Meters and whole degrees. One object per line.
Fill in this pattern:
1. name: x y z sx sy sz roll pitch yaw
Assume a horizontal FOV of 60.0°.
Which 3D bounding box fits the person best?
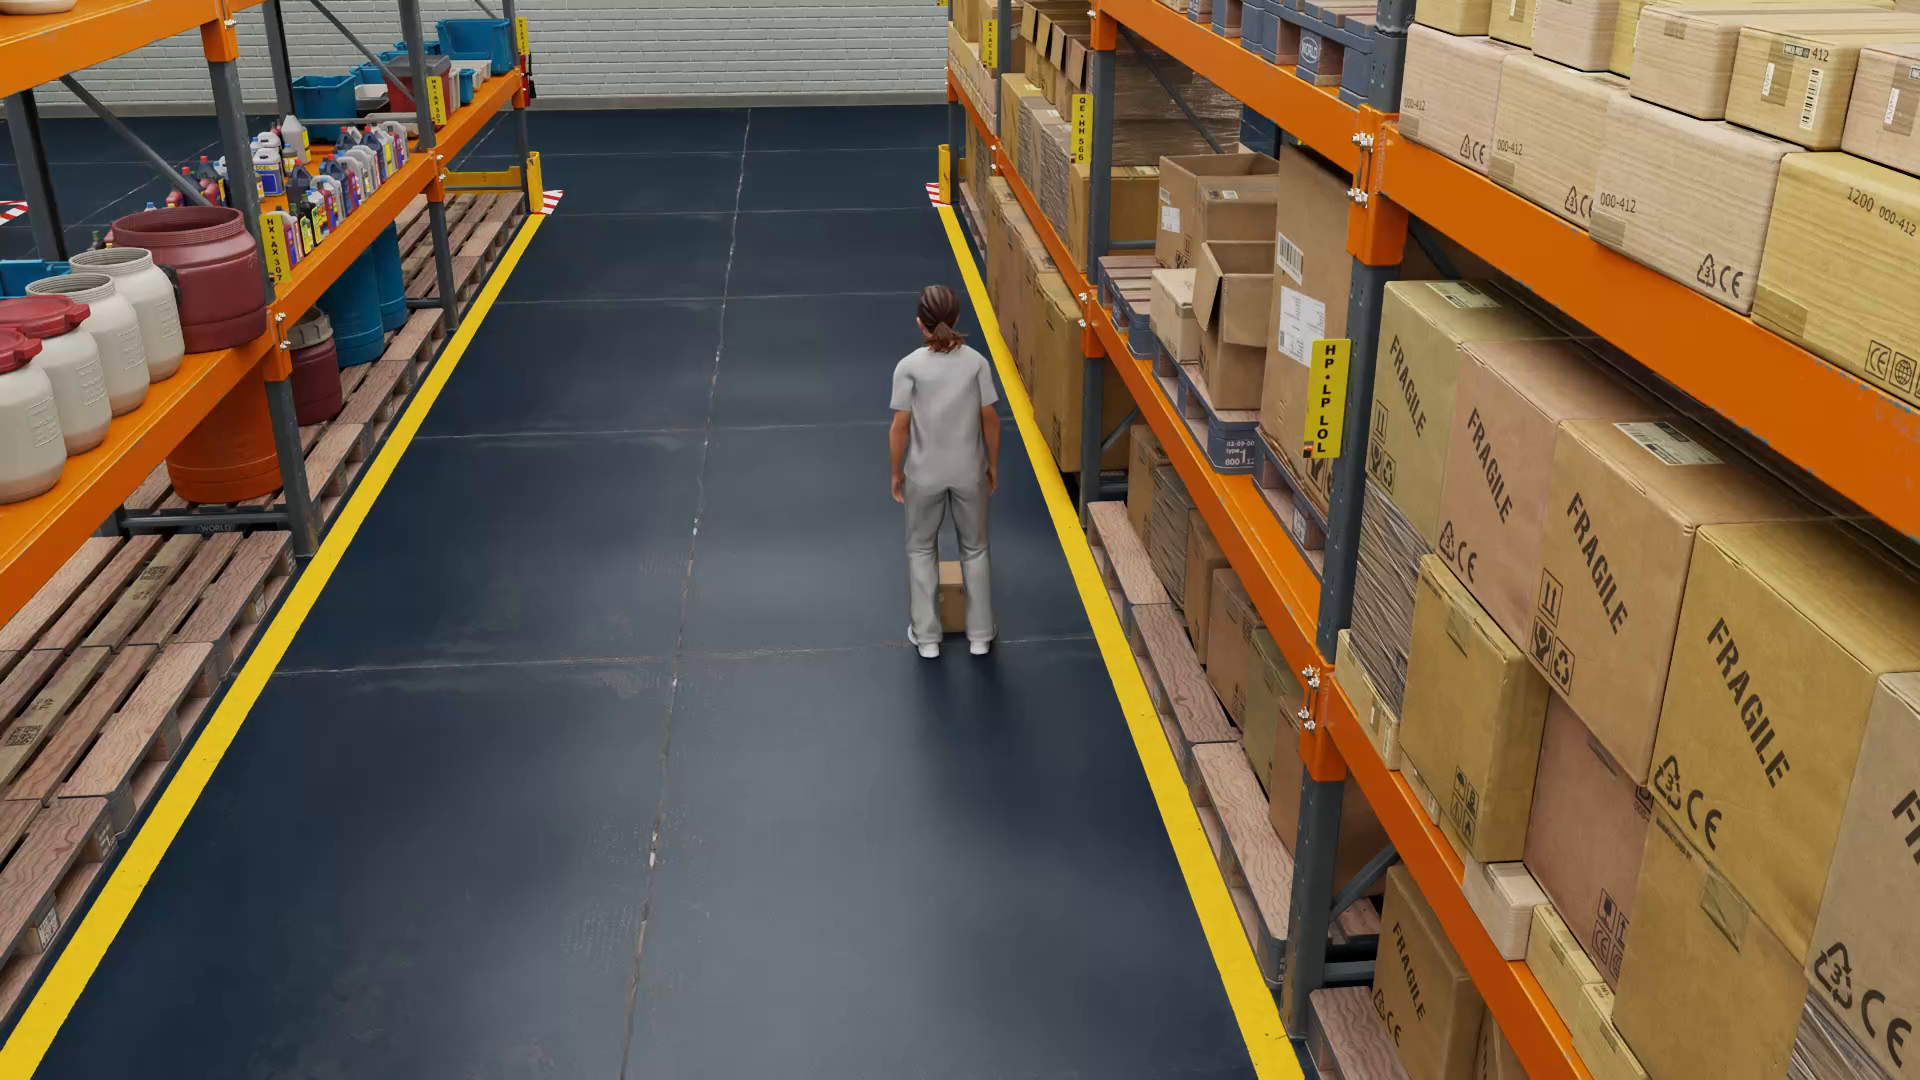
1. person: -0.062 -0.282 7.244 0.498 1.671 0.362 -3 24 -7
